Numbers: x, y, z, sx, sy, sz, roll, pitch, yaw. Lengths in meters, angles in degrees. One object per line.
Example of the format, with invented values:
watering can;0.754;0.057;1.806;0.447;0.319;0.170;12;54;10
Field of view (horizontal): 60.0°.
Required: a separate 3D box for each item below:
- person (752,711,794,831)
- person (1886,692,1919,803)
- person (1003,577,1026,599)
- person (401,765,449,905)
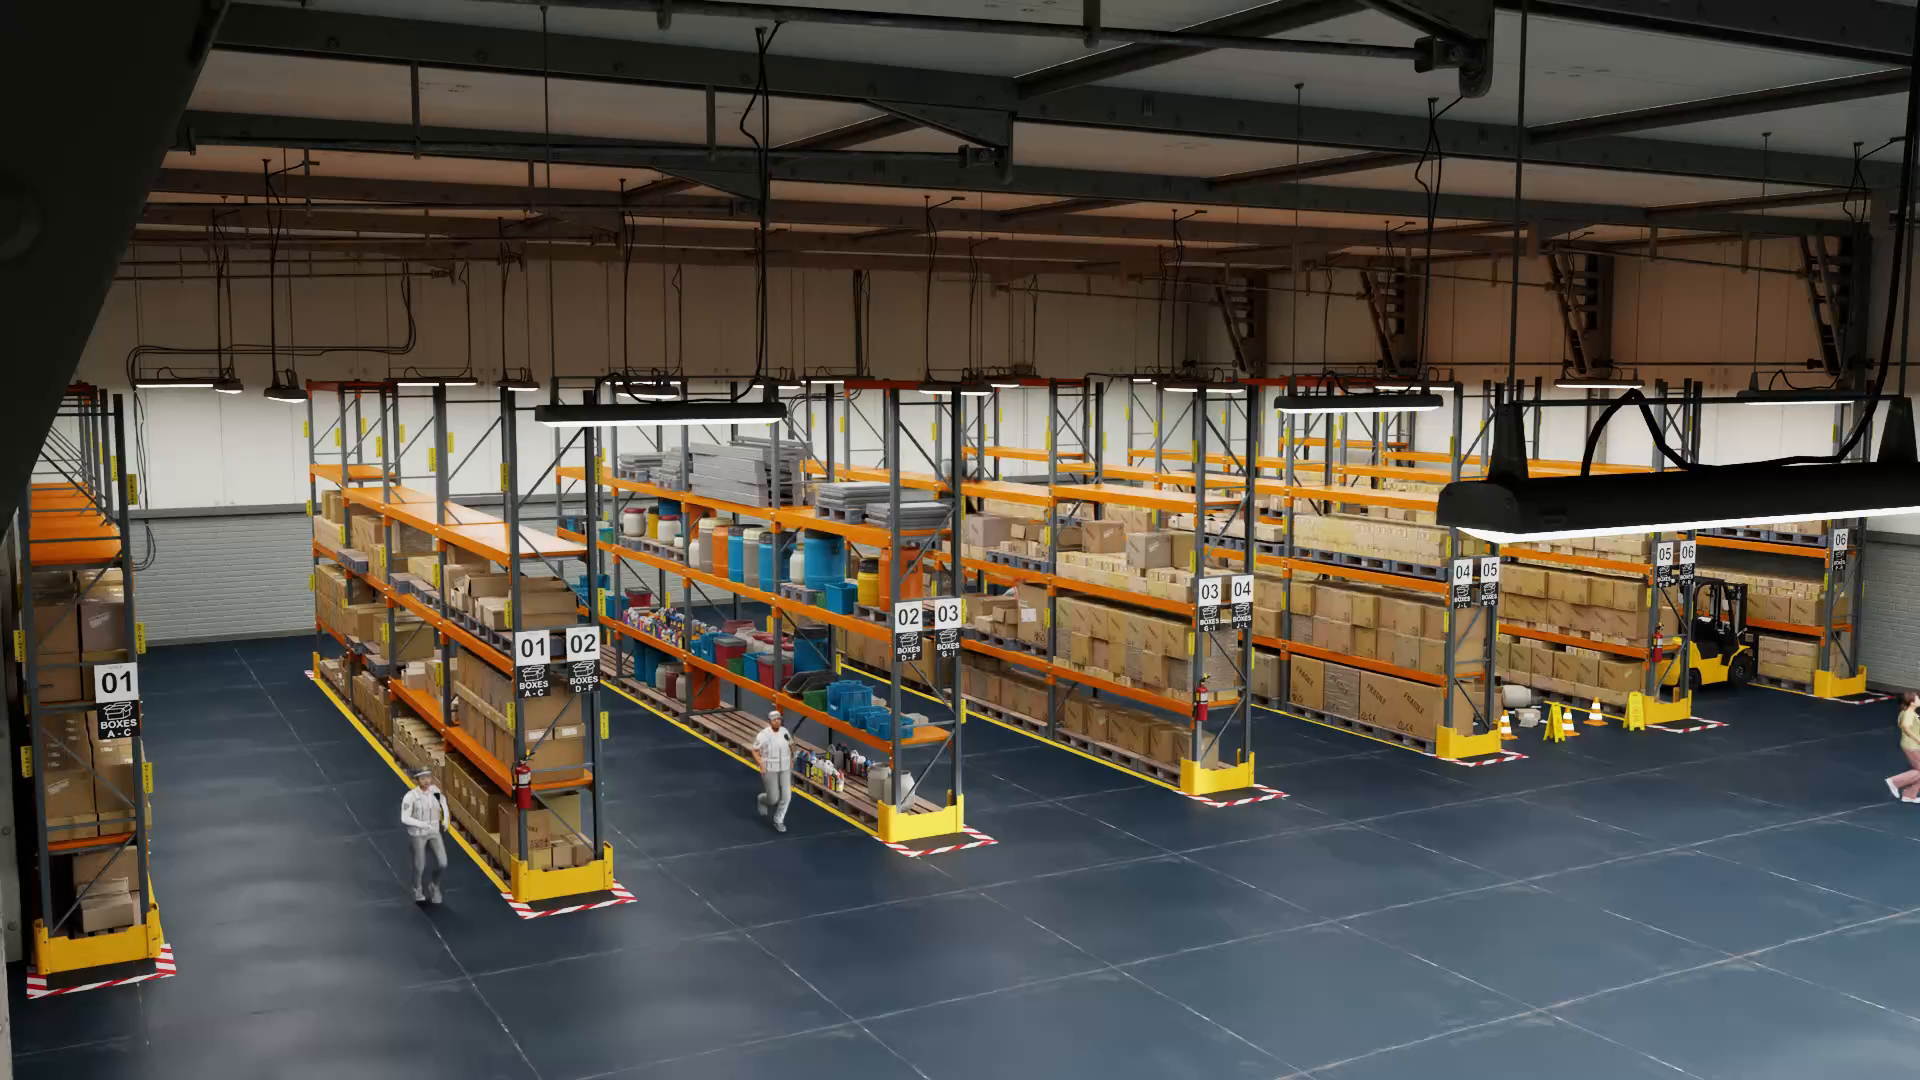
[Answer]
person;-2.531;3.127;22.716;0.615;1.630;0.587;-3;7;-29
person;13.660;2.979;23.948;0.569;1.619;0.578;2;6;17
person;1.290;1.622;36.056;0.658;1.735;0.674;-4;7;-33
person;-6.194;3.447;19.365;0.642;1.707;0.660;-5;8;-42
